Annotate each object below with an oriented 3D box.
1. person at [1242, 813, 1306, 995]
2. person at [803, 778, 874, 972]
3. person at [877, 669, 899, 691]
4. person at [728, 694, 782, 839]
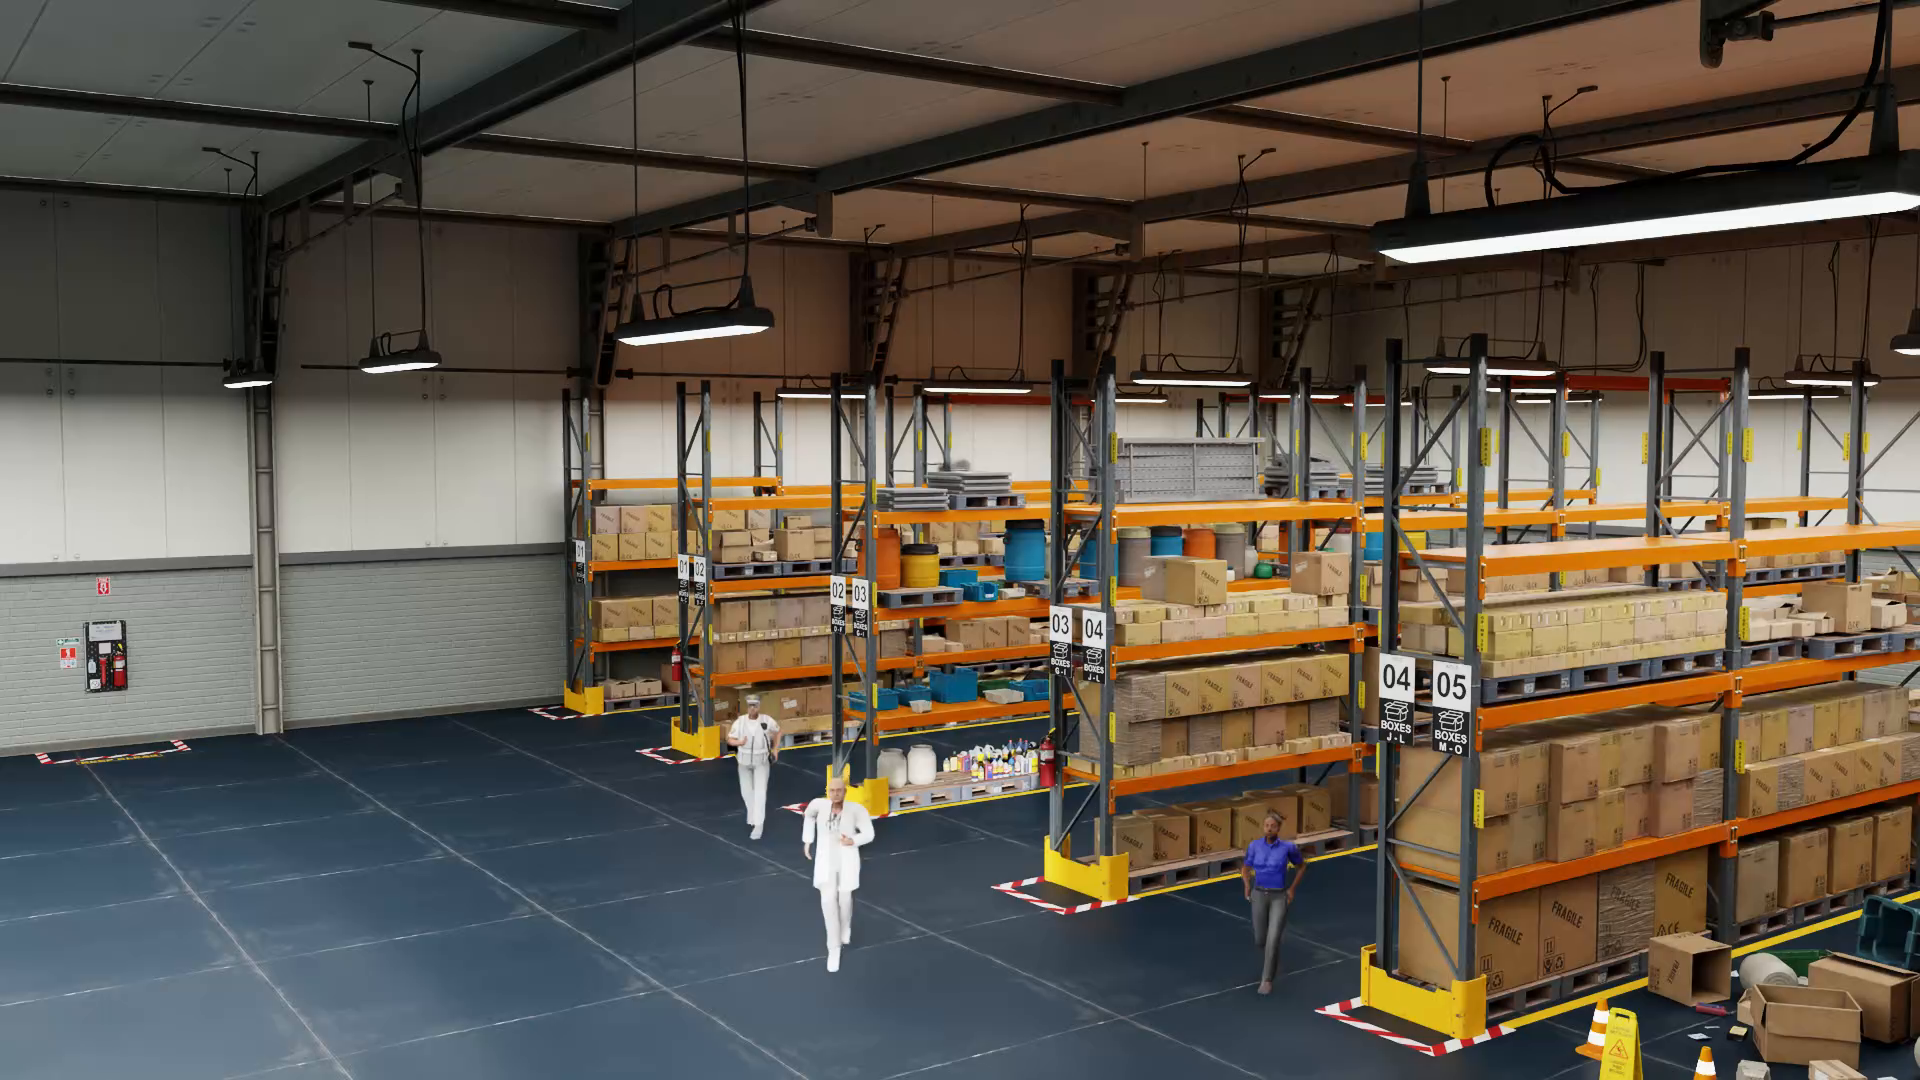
[{"bbox_3d":[2.935,3.373,15.596,0.588,1.651,0.720,1,4,20],"label":"person"},{"bbox_3d":[-1.206,3.228,16.424,0.733,1.826,1.024,0,4,3],"label":"person"},{"bbox_3d":[-1.408,2.057,30.584,0.892,1.828,0.686,-3,5,-36],"label":"person"},{"bbox_3d":[-2.663,2.875,21.497,0.657,1.785,0.968,0,4,3],"label":"person"}]
